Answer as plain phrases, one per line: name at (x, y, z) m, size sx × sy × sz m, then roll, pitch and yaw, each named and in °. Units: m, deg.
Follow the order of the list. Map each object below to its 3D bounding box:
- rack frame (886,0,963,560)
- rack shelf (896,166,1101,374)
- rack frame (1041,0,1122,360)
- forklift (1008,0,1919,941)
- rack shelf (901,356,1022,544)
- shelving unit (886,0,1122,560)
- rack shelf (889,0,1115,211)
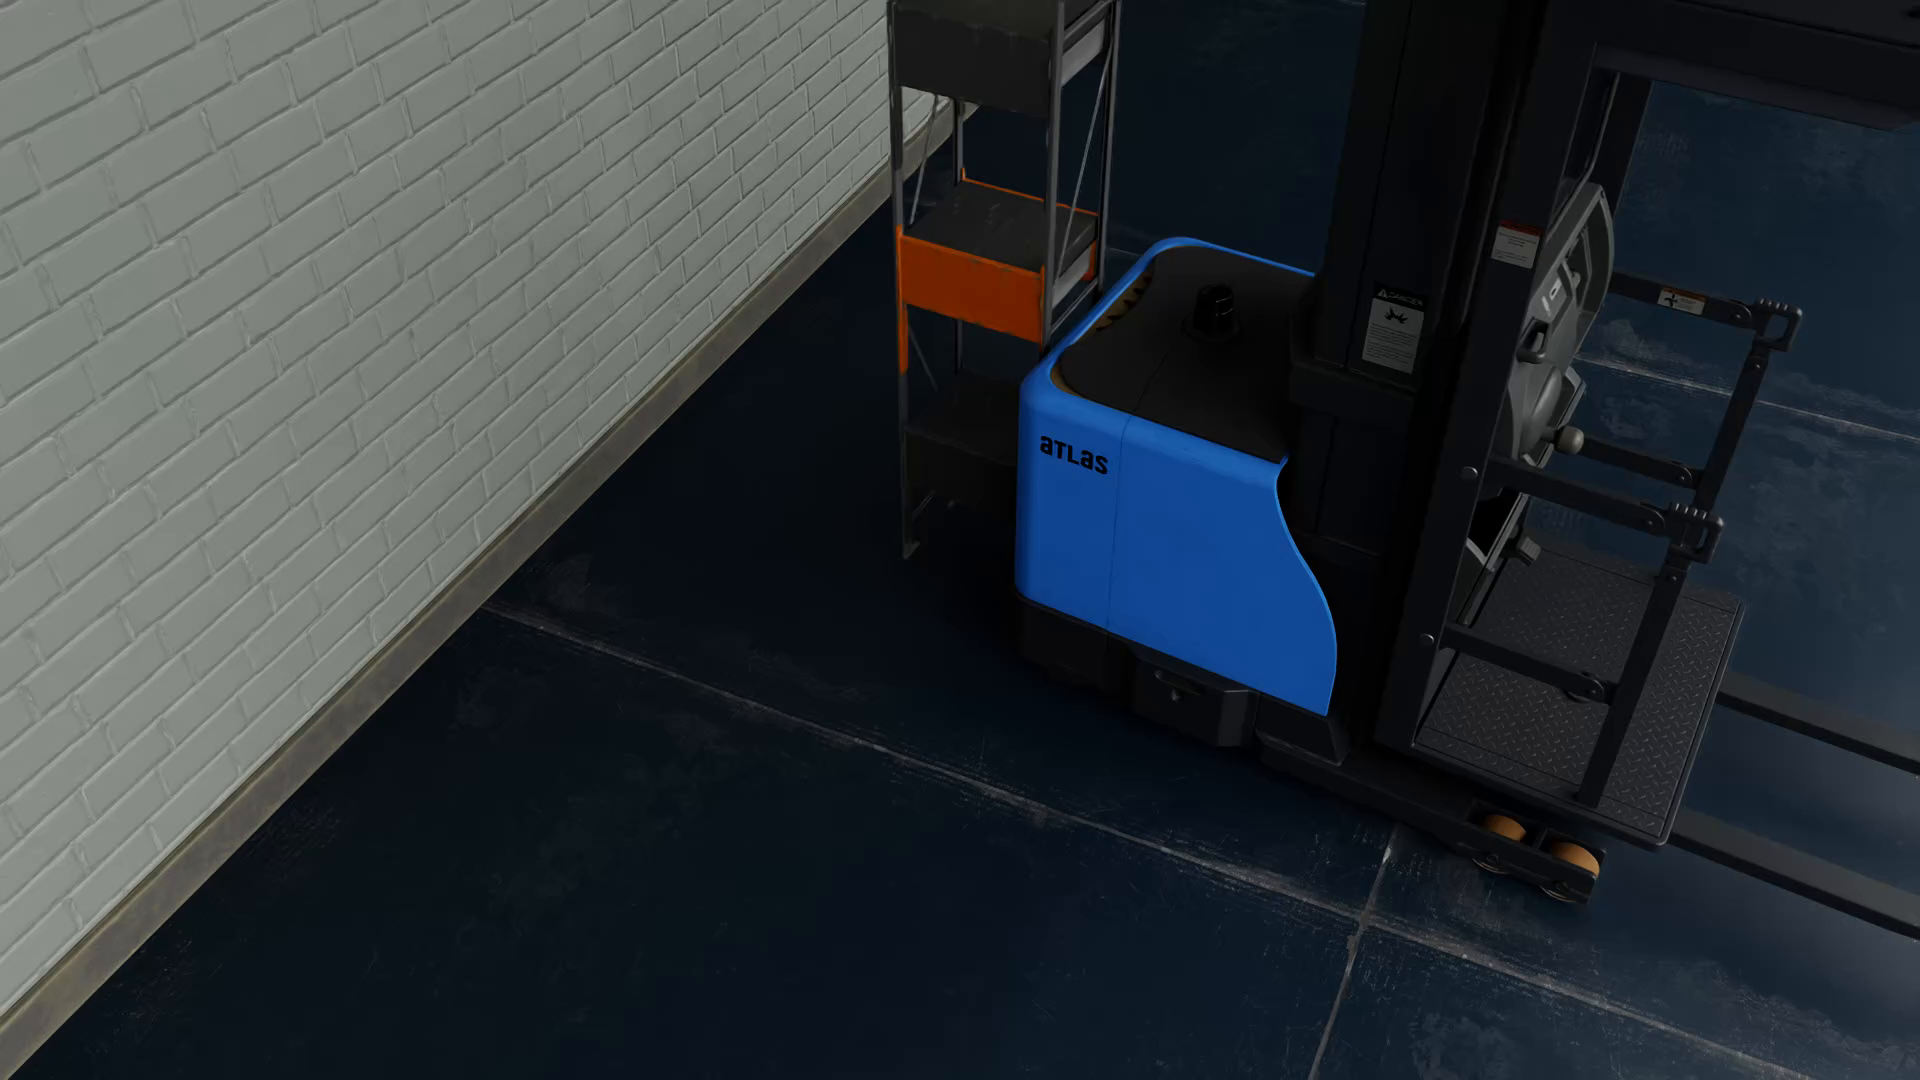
rack frame at (-0.093, -0.843, 5.120) m, size 0.015 × 2.100 × 0.400 m, roll 20°, pitch 45°, yaw 21°
rack shelf at (0.122, -0.757, 5.041) m, size 0.480 × 0.518 × 0.431 m, roll 20°, pitch 45°, yaw 21°
rack frame at (0.336, -0.691, 4.944) m, size 0.015 × 2.100 × 0.400 m, roll 20°, pitch 45°, yaw 21°
forklift at (1.683, -0.510, 4.101) m, size 3.031 × 2.935 × 1.130 m, roll 21°, pitch 45°, yaw 23°
rack shelf at (0.122, -0.228, 5.499) m, size 0.480 × 0.518 × 0.431 m, roll 20°, pitch 45°, yaw 21°
shelving unit at (0.122, -0.767, 5.032) m, size 0.503 × 2.100 × 0.431 m, roll 20°, pitch 45°, yaw 21°
rack shelf at (0.122, -1.286, 4.582) m, size 0.480 × 0.518 × 0.431 m, roll 20°, pitch 45°, yaw 21°
